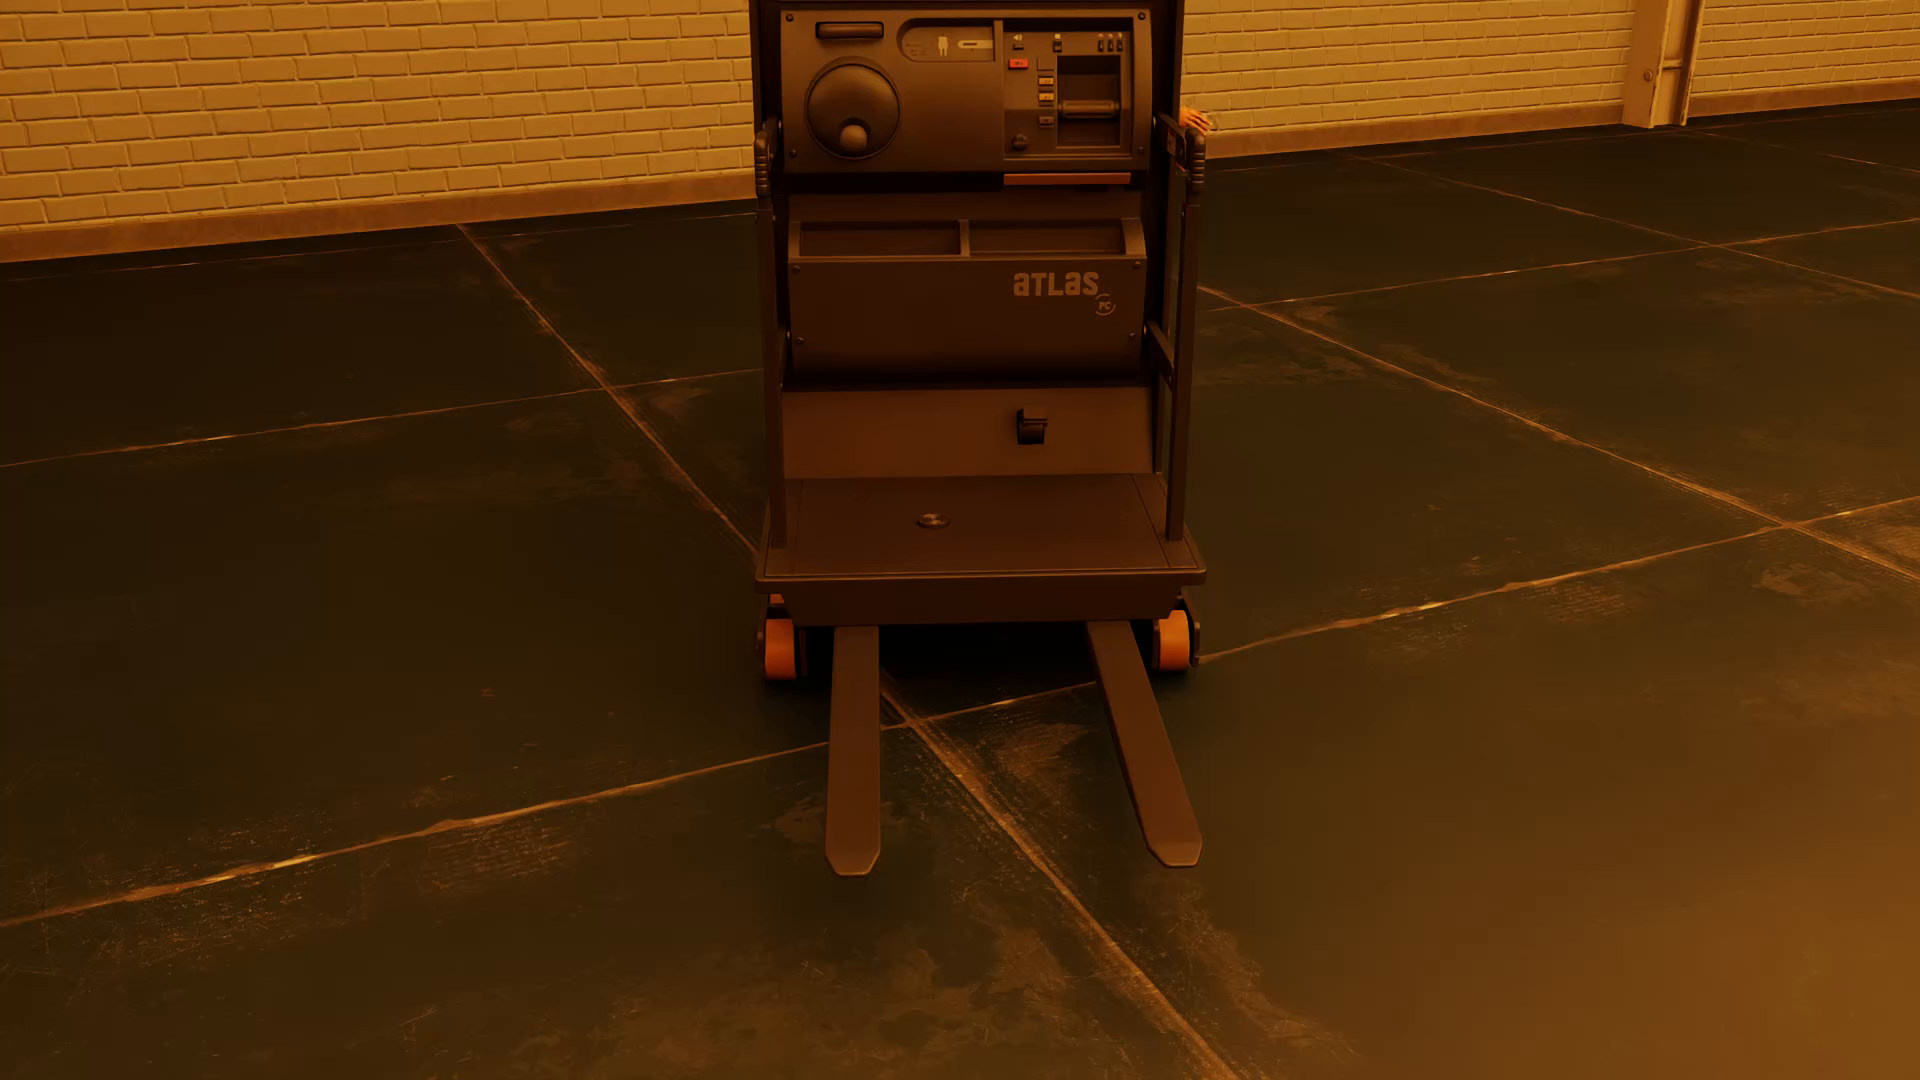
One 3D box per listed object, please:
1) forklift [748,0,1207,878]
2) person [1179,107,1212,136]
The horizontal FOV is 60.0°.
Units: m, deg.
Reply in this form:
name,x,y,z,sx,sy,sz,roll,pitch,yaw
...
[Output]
name,x,y,z,sx,sy,sz,roll,pitch,yaw
forklift,0.030,-1.120,3.982,1.130,2.935,3.031,-1,23,-3
person,0.386,-1.147,5.895,0.655,1.470,1.031,-18,29,-37
